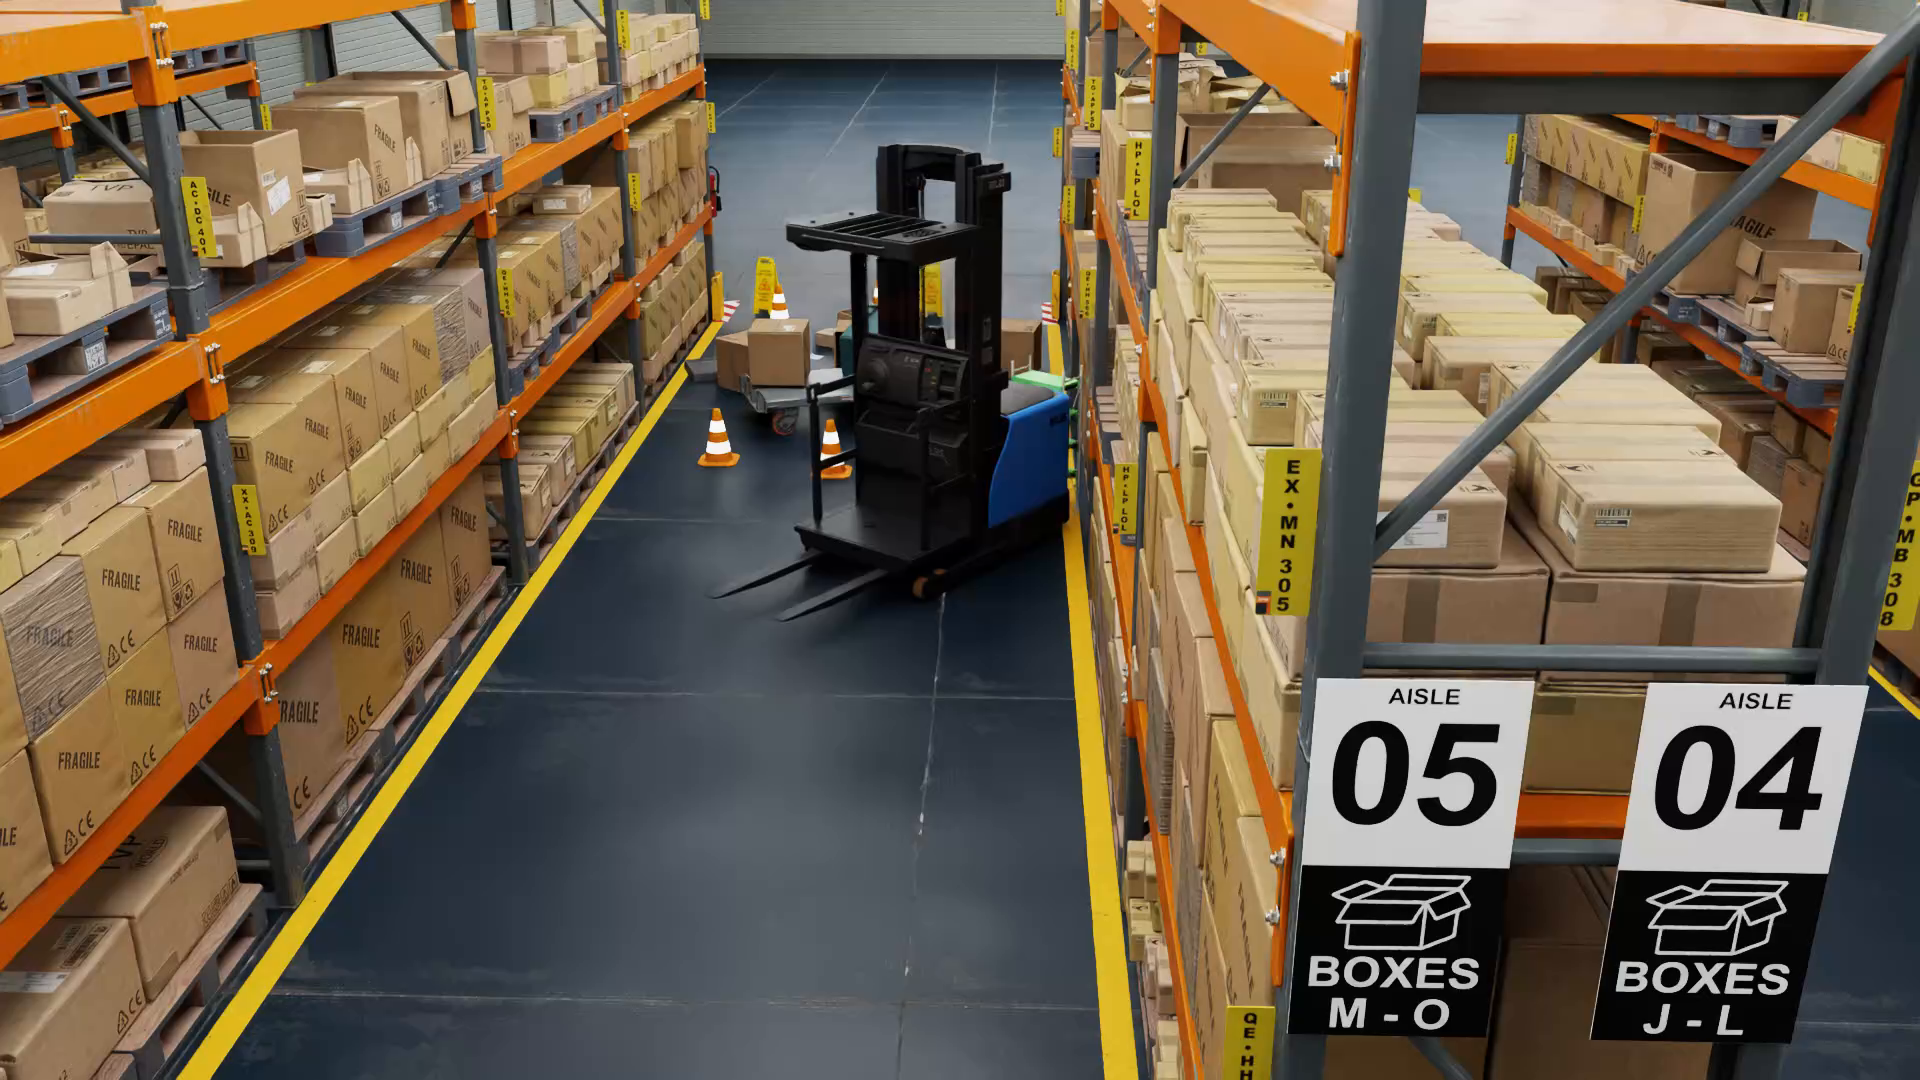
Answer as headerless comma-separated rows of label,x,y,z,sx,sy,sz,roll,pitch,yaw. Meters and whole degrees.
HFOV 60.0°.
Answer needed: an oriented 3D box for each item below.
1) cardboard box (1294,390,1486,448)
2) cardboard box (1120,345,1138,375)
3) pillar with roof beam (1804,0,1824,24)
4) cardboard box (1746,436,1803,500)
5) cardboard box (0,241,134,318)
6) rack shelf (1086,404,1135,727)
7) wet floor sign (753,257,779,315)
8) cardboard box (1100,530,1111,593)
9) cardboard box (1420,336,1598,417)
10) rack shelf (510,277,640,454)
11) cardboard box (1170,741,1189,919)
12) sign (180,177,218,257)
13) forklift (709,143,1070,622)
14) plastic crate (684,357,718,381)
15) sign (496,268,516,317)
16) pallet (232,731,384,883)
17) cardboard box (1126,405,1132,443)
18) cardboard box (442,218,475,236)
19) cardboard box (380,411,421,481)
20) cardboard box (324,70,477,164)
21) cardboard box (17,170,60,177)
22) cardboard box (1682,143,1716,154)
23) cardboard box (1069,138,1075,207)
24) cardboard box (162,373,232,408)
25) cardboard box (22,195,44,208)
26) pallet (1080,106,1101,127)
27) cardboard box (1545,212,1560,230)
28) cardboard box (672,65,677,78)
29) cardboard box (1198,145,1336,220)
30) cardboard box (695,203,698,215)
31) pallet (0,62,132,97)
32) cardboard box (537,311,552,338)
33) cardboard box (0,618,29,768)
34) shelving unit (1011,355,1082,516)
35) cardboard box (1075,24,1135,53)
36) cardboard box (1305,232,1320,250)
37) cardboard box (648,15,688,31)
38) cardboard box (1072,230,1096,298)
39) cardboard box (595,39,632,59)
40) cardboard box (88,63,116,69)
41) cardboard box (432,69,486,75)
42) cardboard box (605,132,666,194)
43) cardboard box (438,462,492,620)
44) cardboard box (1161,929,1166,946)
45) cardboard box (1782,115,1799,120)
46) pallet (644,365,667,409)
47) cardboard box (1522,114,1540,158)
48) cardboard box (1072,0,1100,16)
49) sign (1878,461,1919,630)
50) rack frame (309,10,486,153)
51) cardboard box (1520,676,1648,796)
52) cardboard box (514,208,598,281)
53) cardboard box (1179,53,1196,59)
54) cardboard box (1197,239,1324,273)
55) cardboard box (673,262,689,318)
cardboard box,0.983,-0.239,3.817,0.380,0.149,0.250,0,21,0
cardboard box,1.172,-1.085,10.124,0.380,0.149,0.250,1,21,1
pillar with roof beam,18.901,-17.147,44.280,9.100,9.000,0.400,1,21,2
cardboard box,6.356,-0.472,12.446,0.700,0.500,0.500,-1,21,-3
cardboard box,-3.375,-0.995,6.268,0.396,0.266,0.258,1,21,3
rack shelf,1.336,-0.022,9.432,1.077,0.370,4.000,1,21,2
wet floor sign,-2.235,-2.950,19.239,0.267,0.644,0.232,8,23,20
cardboard box,1.091,0.149,9.837,0.500,0.250,0.500,1,21,2
cardboard box,1.408,-0.421,4.286,0.380,0.149,0.250,1,21,3
rack shelf,-3.493,-1.486,13.206,1.077,0.370,4.000,1,21,2
cardboard box,0.962,0.912,5.482,0.500,0.500,0.500,2,21,4
sign,-3.121,-1.323,6.820,0.100,0.325,0.005,1,21,2
forklift,-0.467,-1.149,11.437,1.130,2.935,3.031,16,26,35
plastic crate,-2.565,-1.742,16.907,0.402,0.080,0.583,-7,22,-17
sign,-2.999,-1.633,10.990,0.100,0.325,0.005,1,21,2
pallet,-3.727,1.368,8.710,1.003,0.211,1.213,1,21,2
cardboard box,1.144,-0.659,9.437,0.380,0.149,0.250,0,21,1
cardboard box,-3.786,-2.376,12.479,0.380,0.149,0.250,0,21,-1
cardboard box,-3.337,-0.525,9.251,0.500,0.250,0.500,0,21,0
cardboard box,-3.414,-2.602,10.219,0.797,0.503,0.637,-1,21,-2
cardboard box,-8.642,-3.390,15.673,0.380,0.149,0.250,0,21,1
cardboard box,6.741,-3.247,14.818,0.500,0.500,0.500,1,21,2
cardboard box,1.465,-3.433,15.529,0.875,0.550,0.550,1,21,2
cardboard box,-3.904,-0.516,8.191,0.500,0.500,0.500,1,21,3
cardboard box,-8.640,-3.066,15.248,0.380,0.149,0.250,1,21,1
pallet,1.395,-3.028,12.301,1.003,0.211,1.213,2,21,4
cardboard box,6.297,-3.303,17.241,0.380,0.149,0.250,1,21,2
cardboard box,-3.093,-4.772,16.882,0.380,0.149,0.250,0,21,1
cardboard box,1.397,-1.410,7.152,0.700,0.500,0.500,1,21,2
cardboard box,-3.034,-3.551,17.880,0.380,0.149,0.250,0,21,1
pallet,-8.393,-4.263,15.346,1.003,0.211,1.213,1,21,2
cardboard box,-3.232,-1.592,12.251,0.380,0.149,0.250,1,21,2
cardboard box,-3.467,0.558,5.424,0.500,0.500,0.500,1,21,2
shelving unit,0.661,-0.790,12.907,0.503,1.200,0.258,17,27,37
cardboard box,1.277,-4.417,14.696,0.500,0.250,0.500,0,21,1
cardboard box,1.516,-1.026,6.395,0.500,0.250,0.500,0,21,-1
cardboard box,-3.072,-5.425,17.463,0.380,0.149,0.250,1,21,3
cardboard box,1.234,-2.386,14.393,0.500,0.500,0.500,1,21,2
cardboard box,-3.096,-4.308,14.582,0.380,0.149,0.250,0,21,1
cardboard box,-8.125,-4.495,15.224,0.500,0.311,0.500,1,21,3
cardboard box,-3.858,-3.496,12.872,0.500,0.250,0.500,0,21,1
cardboard box,-3.165,-3.537,15.566,0.700,0.500,0.500,1,21,2
cardboard box,-3.658,-0.054,10.879,0.875,0.875,0.875,0,21,1
cardboard box,1.055,1.669,7.029,0.380,0.149,0.250,1,21,1
cardboard box,6.151,-3.207,11.671,0.500,0.500,0.500,1,21,3
pallet,-3.447,-1.487,16.071,1.003,0.211,1.213,1,21,2
cardboard box,6.306,-4.337,17.628,0.500,0.500,0.500,1,21,2
cardboard box,1.250,-5.014,15.684,0.380,0.149,0.250,0,21,1
sign,1.696,0.012,2.995,0.100,0.325,0.005,1,21,2
rack frame,-3.554,-3.895,10.127,1.000,3.000,0.127,1,21,2
cardboard box,1.423,0.324,3.607,0.500,0.250,0.500,1,21,4
cardboard box,-3.252,-2.390,13.412,0.500,0.500,0.500,1,21,3
cardboard box,1.657,-3.840,13.621,0.500,0.250,0.500,1,21,2
cardboard box,0.991,-0.902,5.526,0.380,0.149,0.250,0,21,0
cardboard box,-3.109,-2.590,17.242,0.500,0.500,0.500,0,21,0
